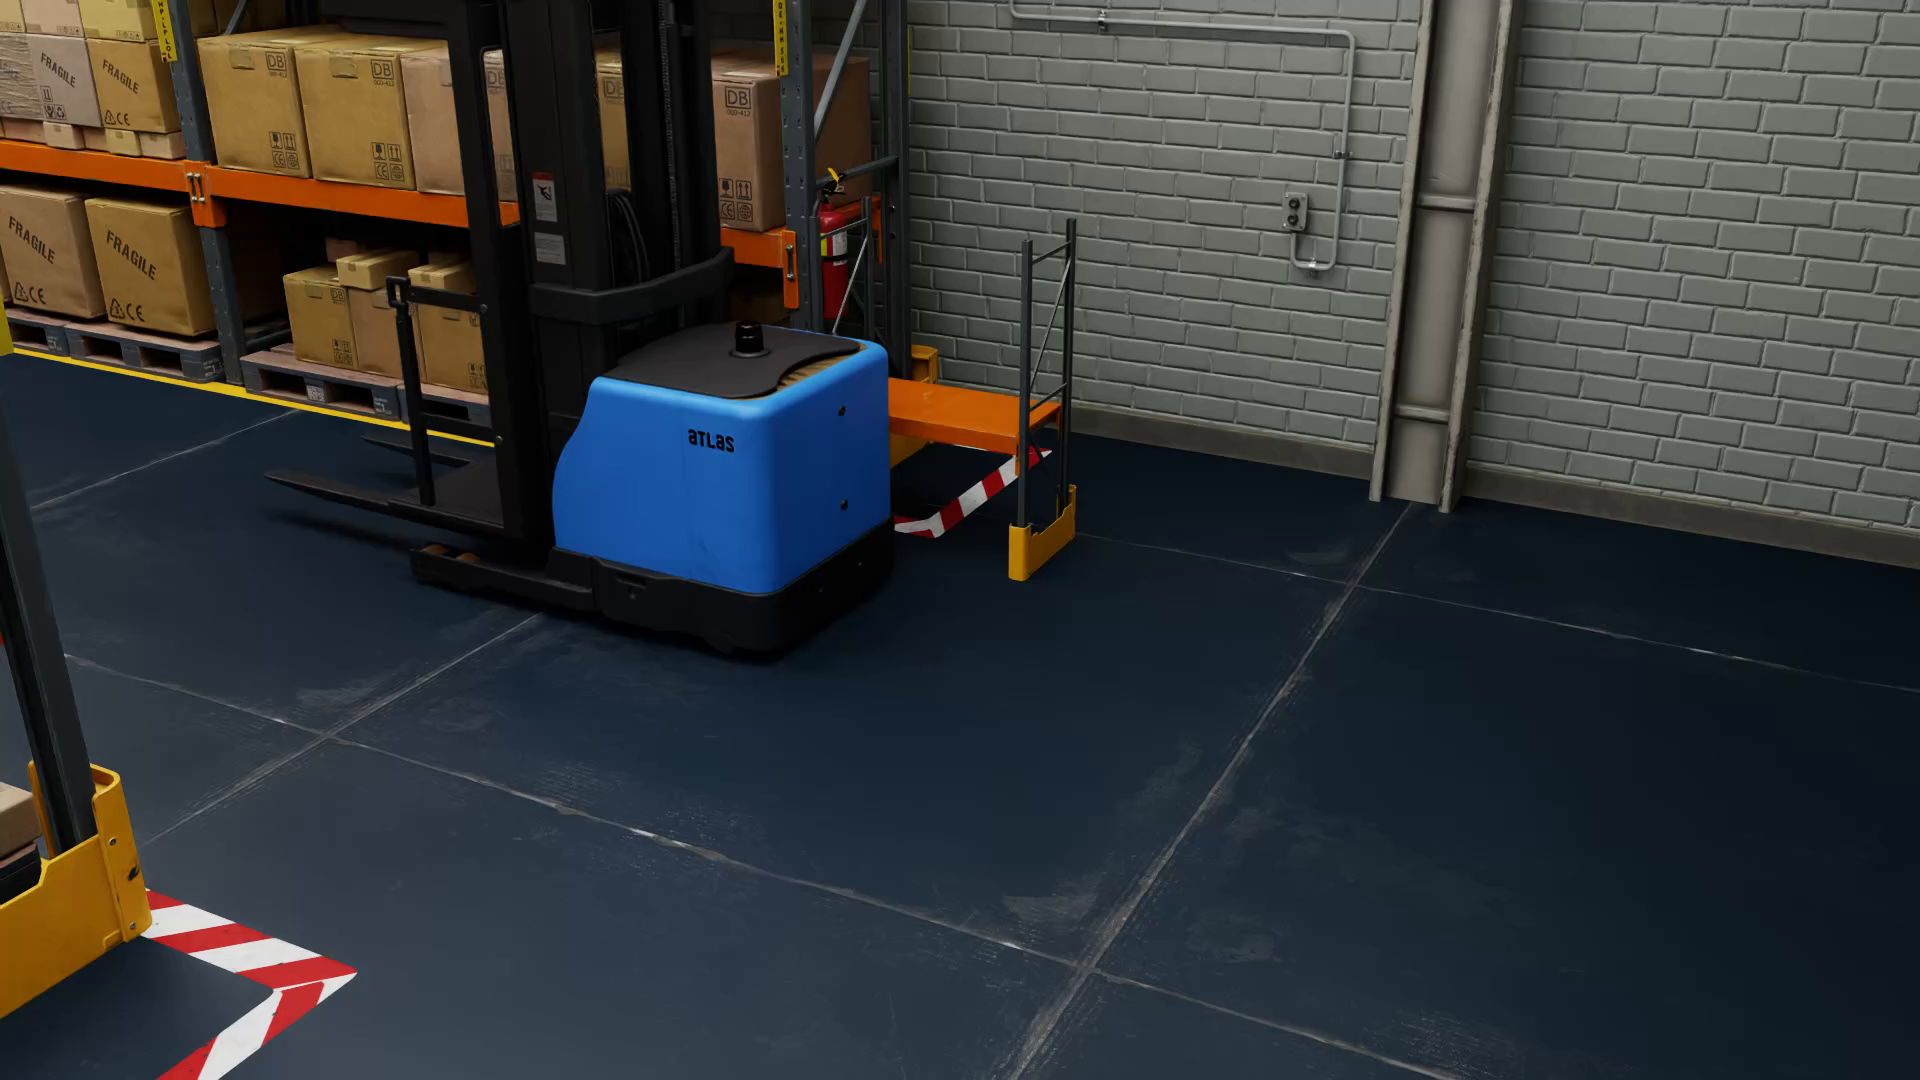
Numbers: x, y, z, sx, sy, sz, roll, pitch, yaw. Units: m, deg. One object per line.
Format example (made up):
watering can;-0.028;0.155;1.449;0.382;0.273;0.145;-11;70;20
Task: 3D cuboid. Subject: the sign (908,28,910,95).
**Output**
sign;-0.280;-2.399;8.351;0.005;0.325;0.100;11;25;25

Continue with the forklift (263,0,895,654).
forklift;-1.830;-1.292;7.042;3.031;2.935;1.130;12;26;26

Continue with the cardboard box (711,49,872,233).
cardboard box;-0.995;-1.996;8.227;0.700;0.700;0.980;12;26;27

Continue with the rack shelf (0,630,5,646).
rack shelf;-4.552;-0.063;4.984;4.000;0.370;1.077;11;25;25

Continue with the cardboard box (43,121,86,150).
cardboard box;-5.243;-2.456;9.988;0.250;0.149;0.380;11;25;25

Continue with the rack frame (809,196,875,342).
rack frame;-0.530;-0.795;7.703;0.032;1.500;0.500;11;25;25

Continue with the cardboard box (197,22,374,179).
cardboard box;-3.628;-2.514;9.446;0.700;0.700;0.980;12;26;25

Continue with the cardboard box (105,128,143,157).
cardboard box;-4.770;-2.369;9.782;0.250;0.149;0.380;12;26;26

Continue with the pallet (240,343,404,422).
pallet;-3.462;-1.033;9.909;1.213;0.211;1.003;11;25;25

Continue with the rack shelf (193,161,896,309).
rack shelf;-2.320;-1.794;9.054;4.000;0.370;1.077;11;25;25

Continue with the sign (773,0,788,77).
sign;-0.793;-2.226;7.370;0.005;0.325;0.100;11;25;25

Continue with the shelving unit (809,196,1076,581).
shelving unit;-0.068;-0.704;7.488;1.083;1.500;0.587;11;25;25

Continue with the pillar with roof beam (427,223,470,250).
pillar with roof beam;-5.032;-3.913;5.454;0.400;9.000;9.100;11;25;25

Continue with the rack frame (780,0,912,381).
rack frame;-0.535;-1.771;8.083;0.127;3.000;1.000;11;25;25

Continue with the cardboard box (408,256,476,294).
cardboard box;-2.795;-1.435;9.120;0.250;0.149;0.380;10;25;23

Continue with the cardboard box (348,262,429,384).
cardboard box;-3.037;-1.263;9.544;0.500;0.500;0.700;11;25;24

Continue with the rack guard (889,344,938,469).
rack guard;-0.514;-0.617;8.562;0.348;0.500;1.175;11;25;25

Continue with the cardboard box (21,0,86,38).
cardboard box;-5.089;-3.102;9.719;0.500;0.250;0.500;12;26;26

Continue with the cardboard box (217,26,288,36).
cardboard box;-4.402;-2.839;10.060;0.500;0.500;0.500;10;25;23

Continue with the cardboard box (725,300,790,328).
cardboard box;-1.205;-0.903;8.698;0.500;0.500;0.700;11;25;25

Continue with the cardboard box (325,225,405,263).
cardboard box;-3.524;-1.746;9.852;0.250;0.149;0.380;11;25;24

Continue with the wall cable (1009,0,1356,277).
wall cable;1.034;-2.343;8.129;1.851;1.984;0.084;11;25;25

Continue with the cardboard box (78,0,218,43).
cardboard box;-4.637;-3.008;9.499;0.500;0.250;0.500;12;26;26

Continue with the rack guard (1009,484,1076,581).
rack guard;0.376;-0.041;7.526;0.087;0.250;0.587;11;25;25

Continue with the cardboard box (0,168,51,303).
cardboard box;-6.299;-2.056;10.961;0.750;0.750;0.750;11;25;24

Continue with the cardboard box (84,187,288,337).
cardboard box;-4.744;-1.751;10.245;0.750;0.750;0.750;12;26;25

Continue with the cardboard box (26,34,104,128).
cardboard box;-5.090;-2.750;9.850;0.500;0.500;0.500;11;26;25

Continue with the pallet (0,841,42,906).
pallet;-3.547;1.089;4.920;1.213;0.211;1.003;11;25;25

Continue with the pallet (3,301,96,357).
pallet;-5.920;-1.519;11.053;1.213;0.211;1.003;11;25;25

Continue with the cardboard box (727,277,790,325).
cardboard box;-1.003;-1.249;8.684;0.250;0.149;0.380;11;26;25

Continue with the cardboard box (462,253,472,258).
cardboard box;-2.592;-1.563;9.420;0.250;0.149;0.380;11;26;25

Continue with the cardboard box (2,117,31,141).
cardboard box;-5.648;-2.572;10.260;0.250;0.149;0.380;10;25;23

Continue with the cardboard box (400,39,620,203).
cardboard box;-2.325;-2.258;8.845;0.700;0.700;0.980;10;25;22
